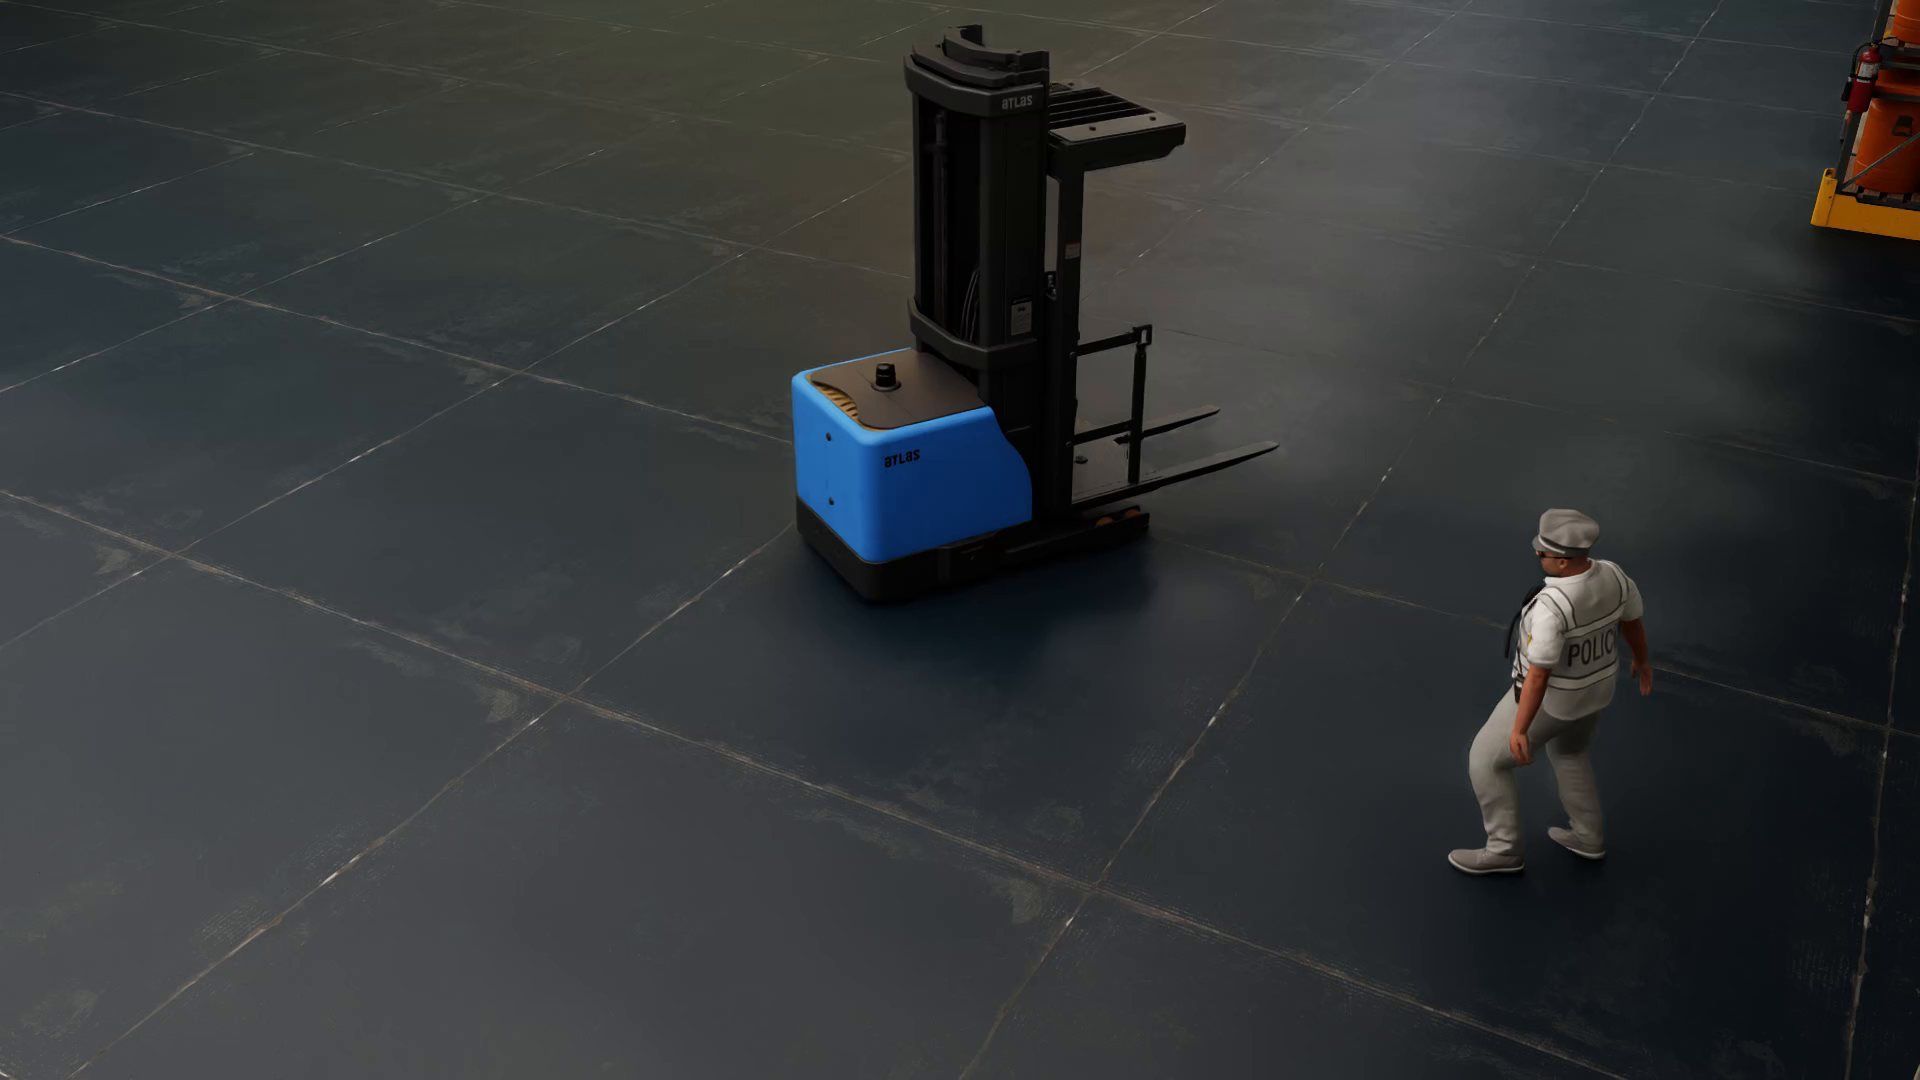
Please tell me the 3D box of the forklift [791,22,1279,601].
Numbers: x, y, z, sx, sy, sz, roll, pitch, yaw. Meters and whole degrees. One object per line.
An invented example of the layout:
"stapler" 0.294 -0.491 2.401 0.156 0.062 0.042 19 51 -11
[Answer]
"forklift" 0.555 -1.451 9.585 3.031 2.935 1.130 -16 34 -25

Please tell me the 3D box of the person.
"person" 2.631 0.684 7.188 0.897 1.737 0.480 -15 33 -25
